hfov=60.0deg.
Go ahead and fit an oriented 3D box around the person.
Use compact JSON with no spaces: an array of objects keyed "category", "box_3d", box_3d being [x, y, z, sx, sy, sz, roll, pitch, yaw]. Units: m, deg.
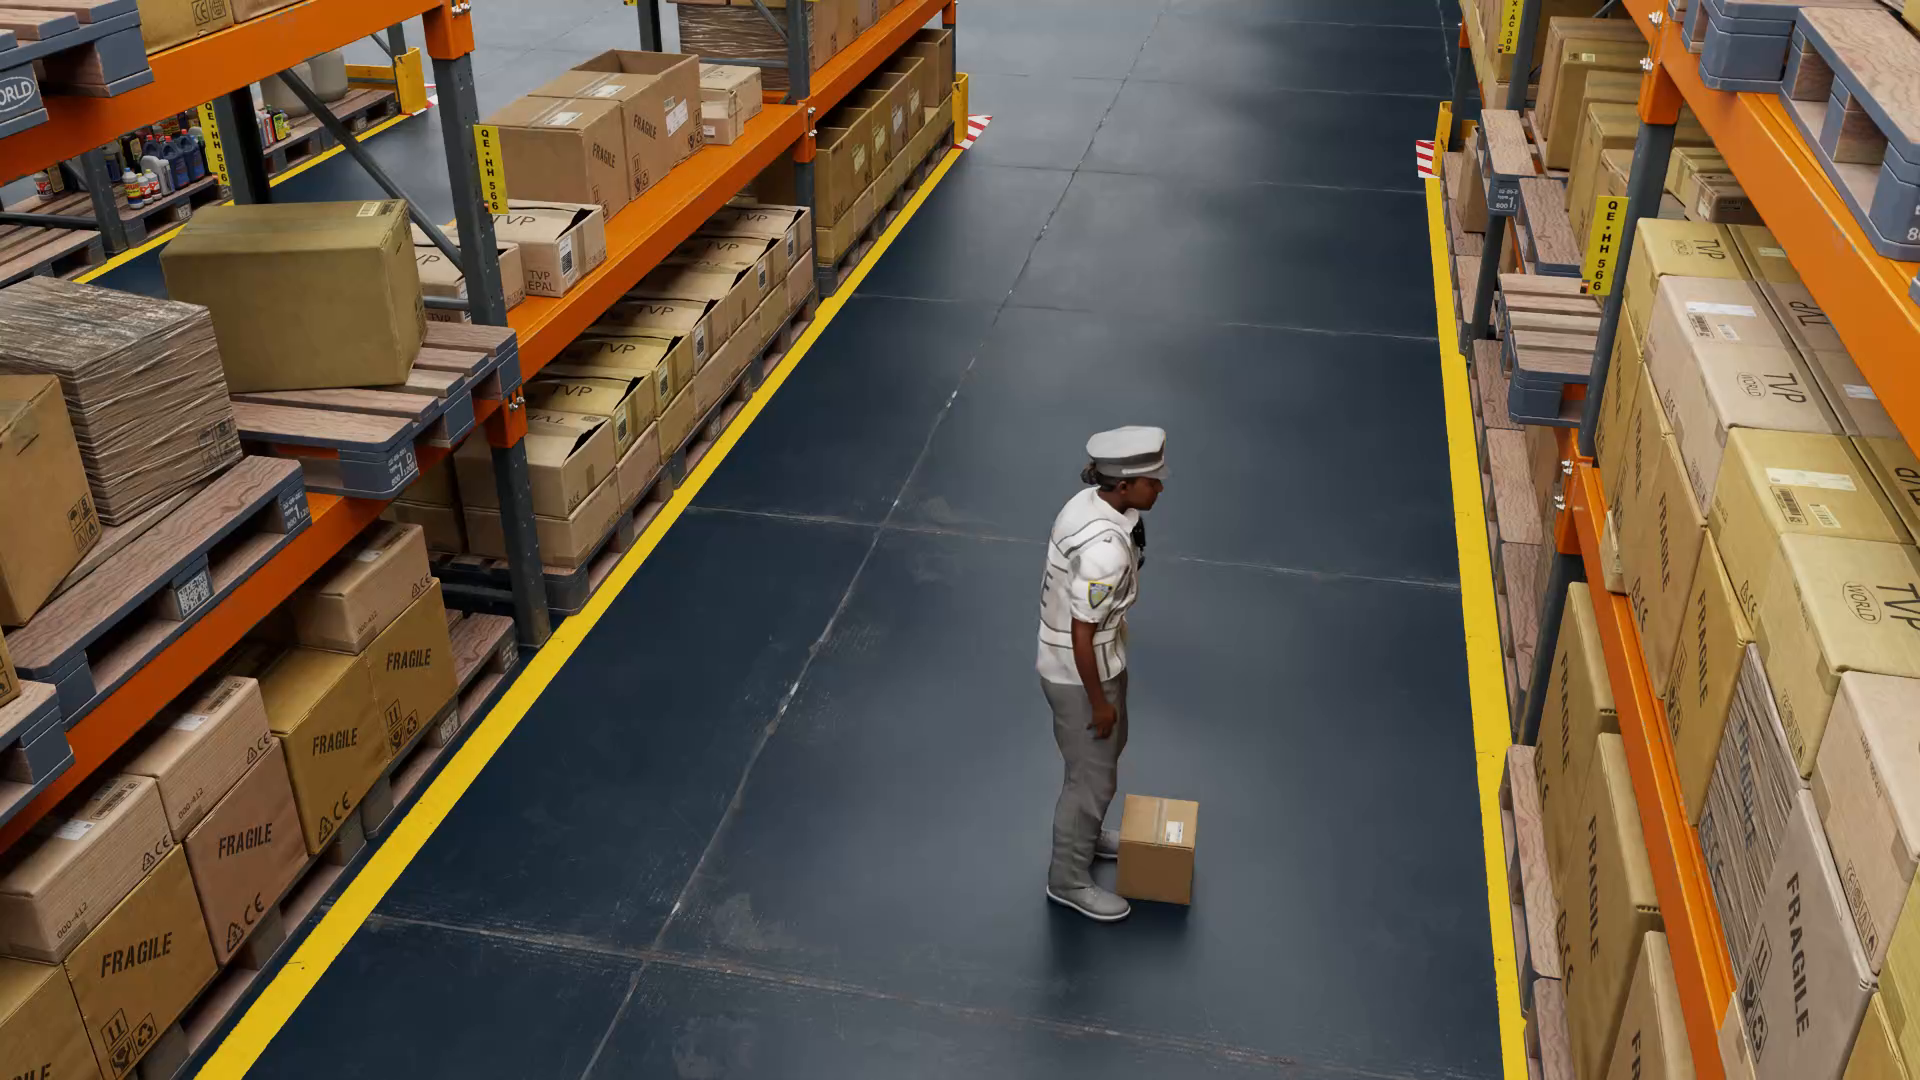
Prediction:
[{"category":"person","box_3d":[0.441,0.416,5.371,0.394,1.663,0.532,4,29,8]}]
